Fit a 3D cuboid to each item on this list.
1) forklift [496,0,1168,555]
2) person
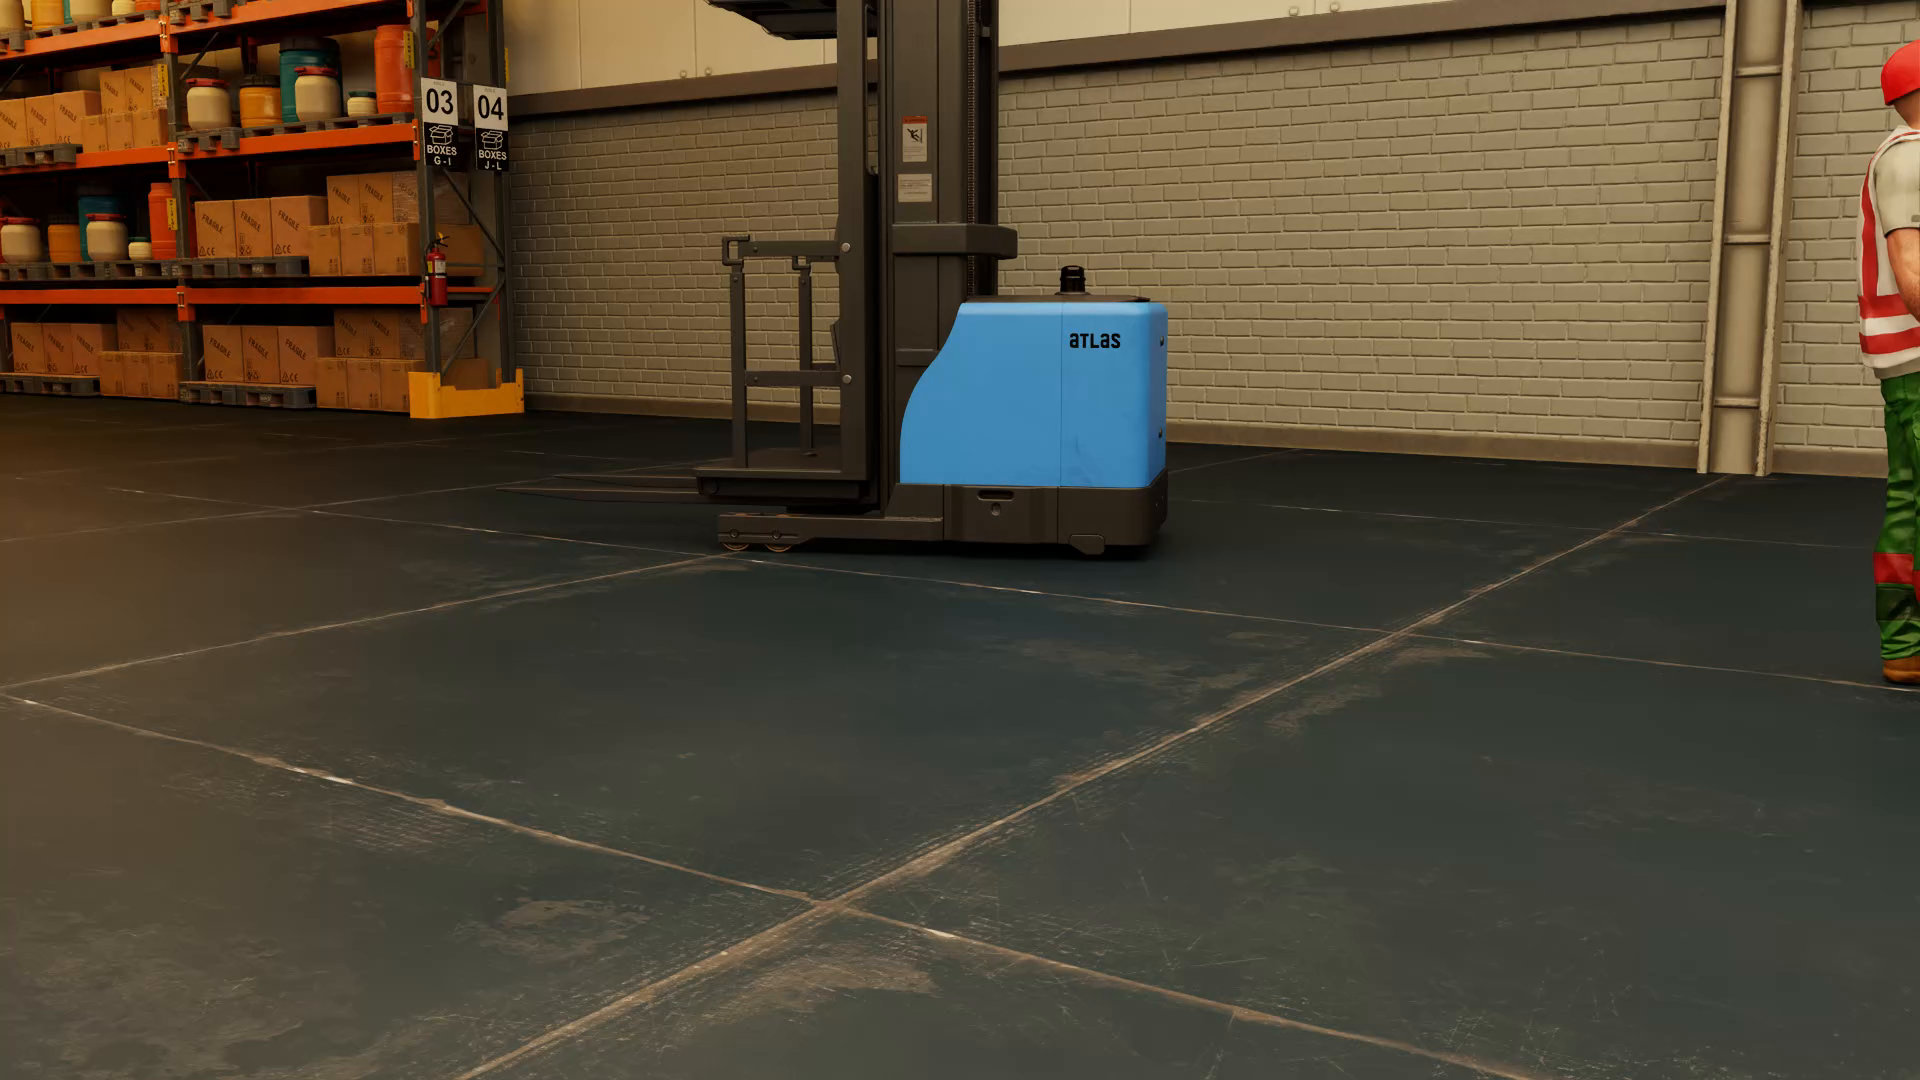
[{"bbox_3d":[-0.596,-1.469,7.520,3.031,2.935,1.130,2,8,12],"label":"forklift"},{"bbox_3d":[2.756,-0.480,4.575,0.565,1.786,0.638,4,9,25],"label":"person"}]
